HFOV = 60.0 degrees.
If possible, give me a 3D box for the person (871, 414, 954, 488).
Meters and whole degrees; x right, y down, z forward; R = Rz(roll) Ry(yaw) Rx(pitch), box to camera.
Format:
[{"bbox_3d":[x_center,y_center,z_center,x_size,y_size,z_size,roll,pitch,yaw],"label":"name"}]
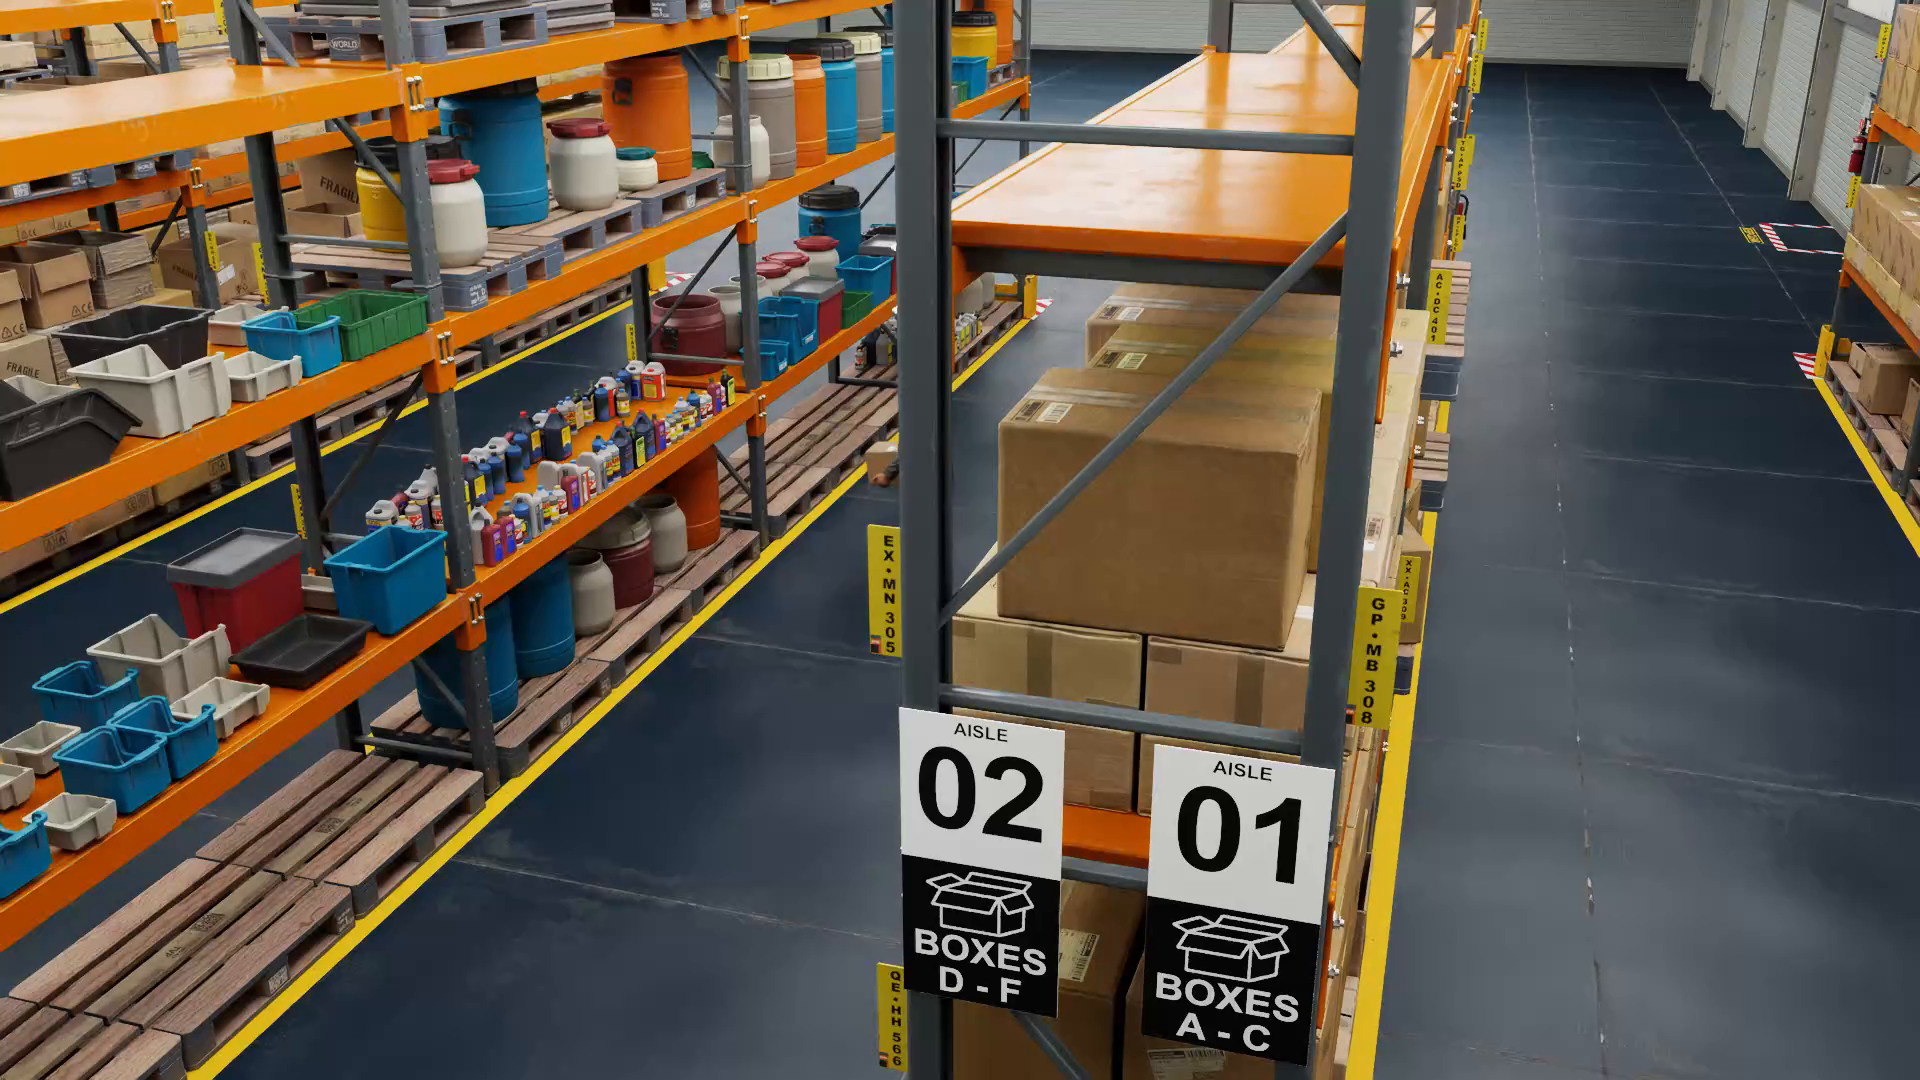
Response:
[{"bbox_3d":[-0.346,-0.381,12.085,0.550,1.711,0.494,7,23,17],"label":"person"}]
